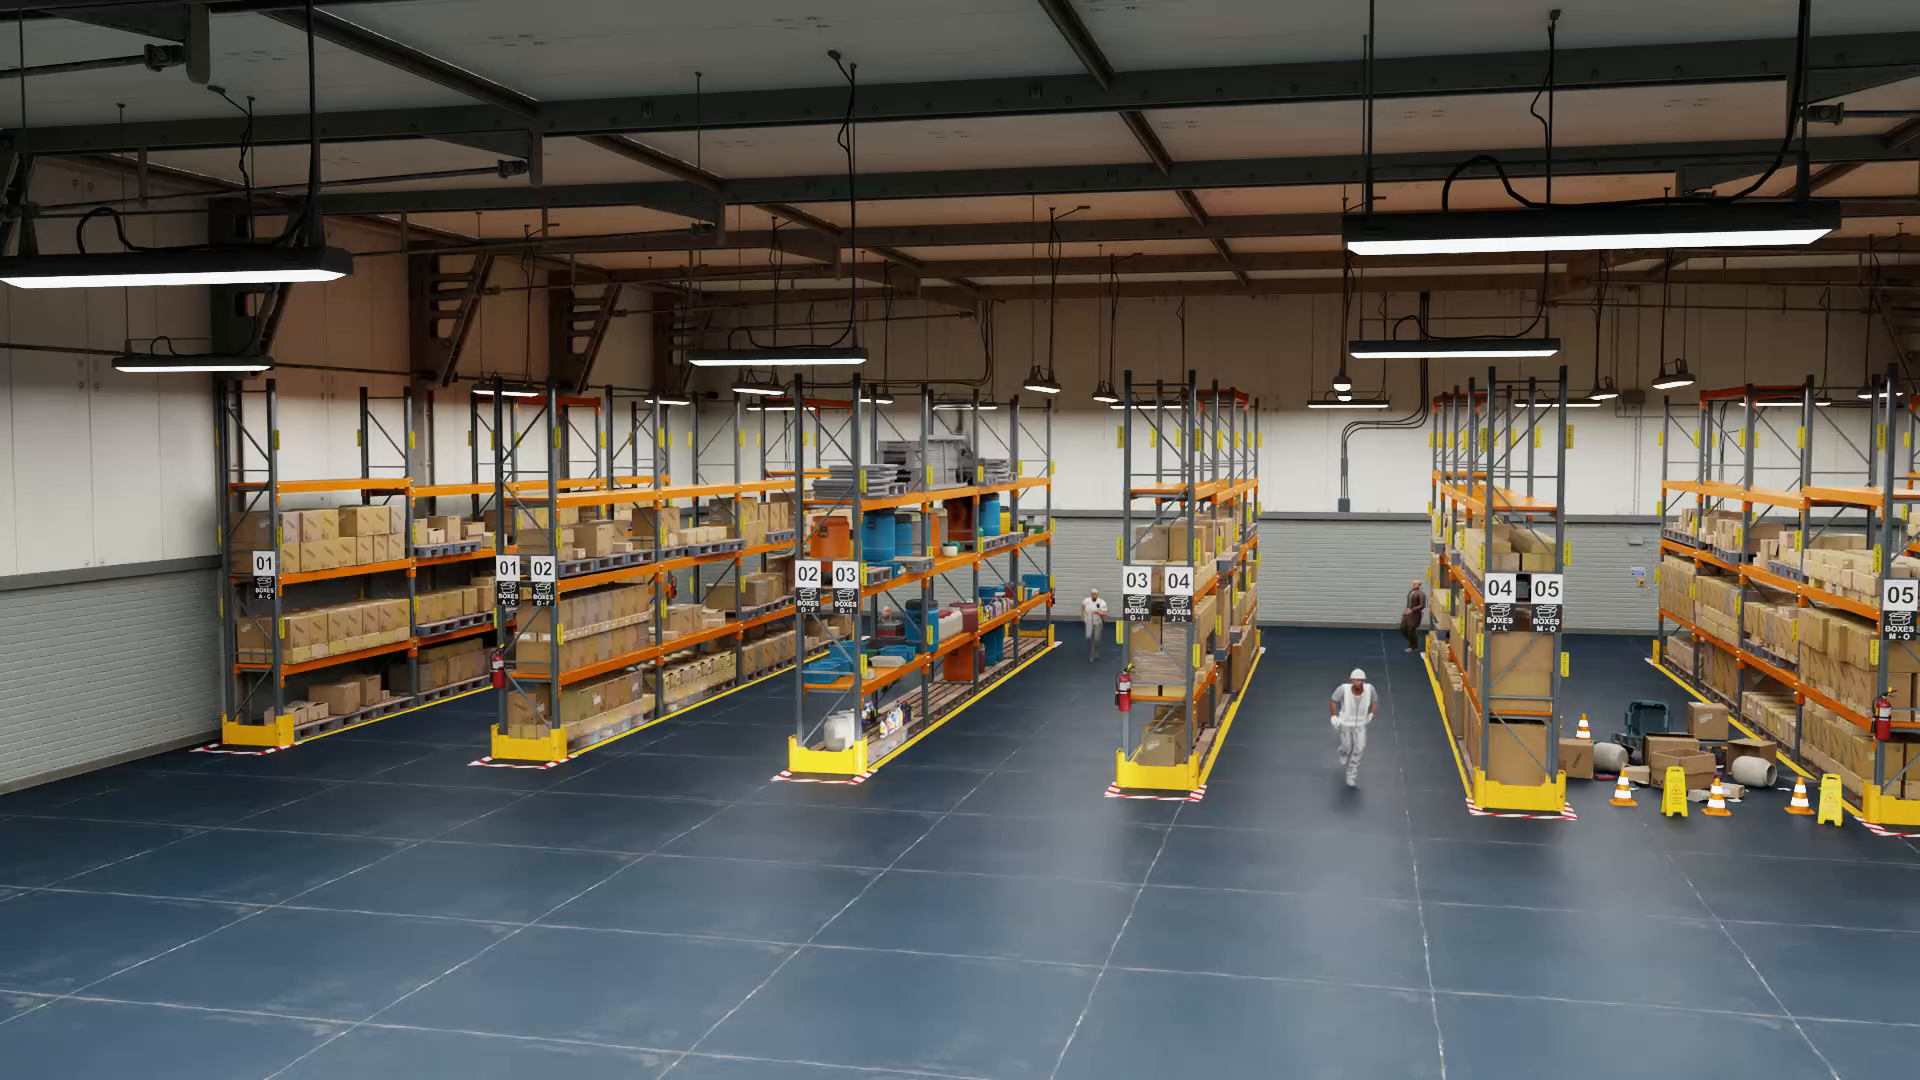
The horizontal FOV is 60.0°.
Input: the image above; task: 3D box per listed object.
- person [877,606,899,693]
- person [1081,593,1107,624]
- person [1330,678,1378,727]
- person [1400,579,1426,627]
[{"bbox_3d":[-1.438,2.165,33.286,0.646,1.709,0.882,1,3,11],"label":"person"},{"bbox_3d":[3.013,1.511,37.527,0.627,0.784,0.606,1,4,13],"label":"person"},{"bbox_3d":[5.759,2.391,24.180,0.681,0.796,0.544,0,3,-4],"label":"person"},{"bbox_3d":[10.691,1.486,39.204,0.592,1.135,0.696,-2,4,-26],"label":"person"}]
